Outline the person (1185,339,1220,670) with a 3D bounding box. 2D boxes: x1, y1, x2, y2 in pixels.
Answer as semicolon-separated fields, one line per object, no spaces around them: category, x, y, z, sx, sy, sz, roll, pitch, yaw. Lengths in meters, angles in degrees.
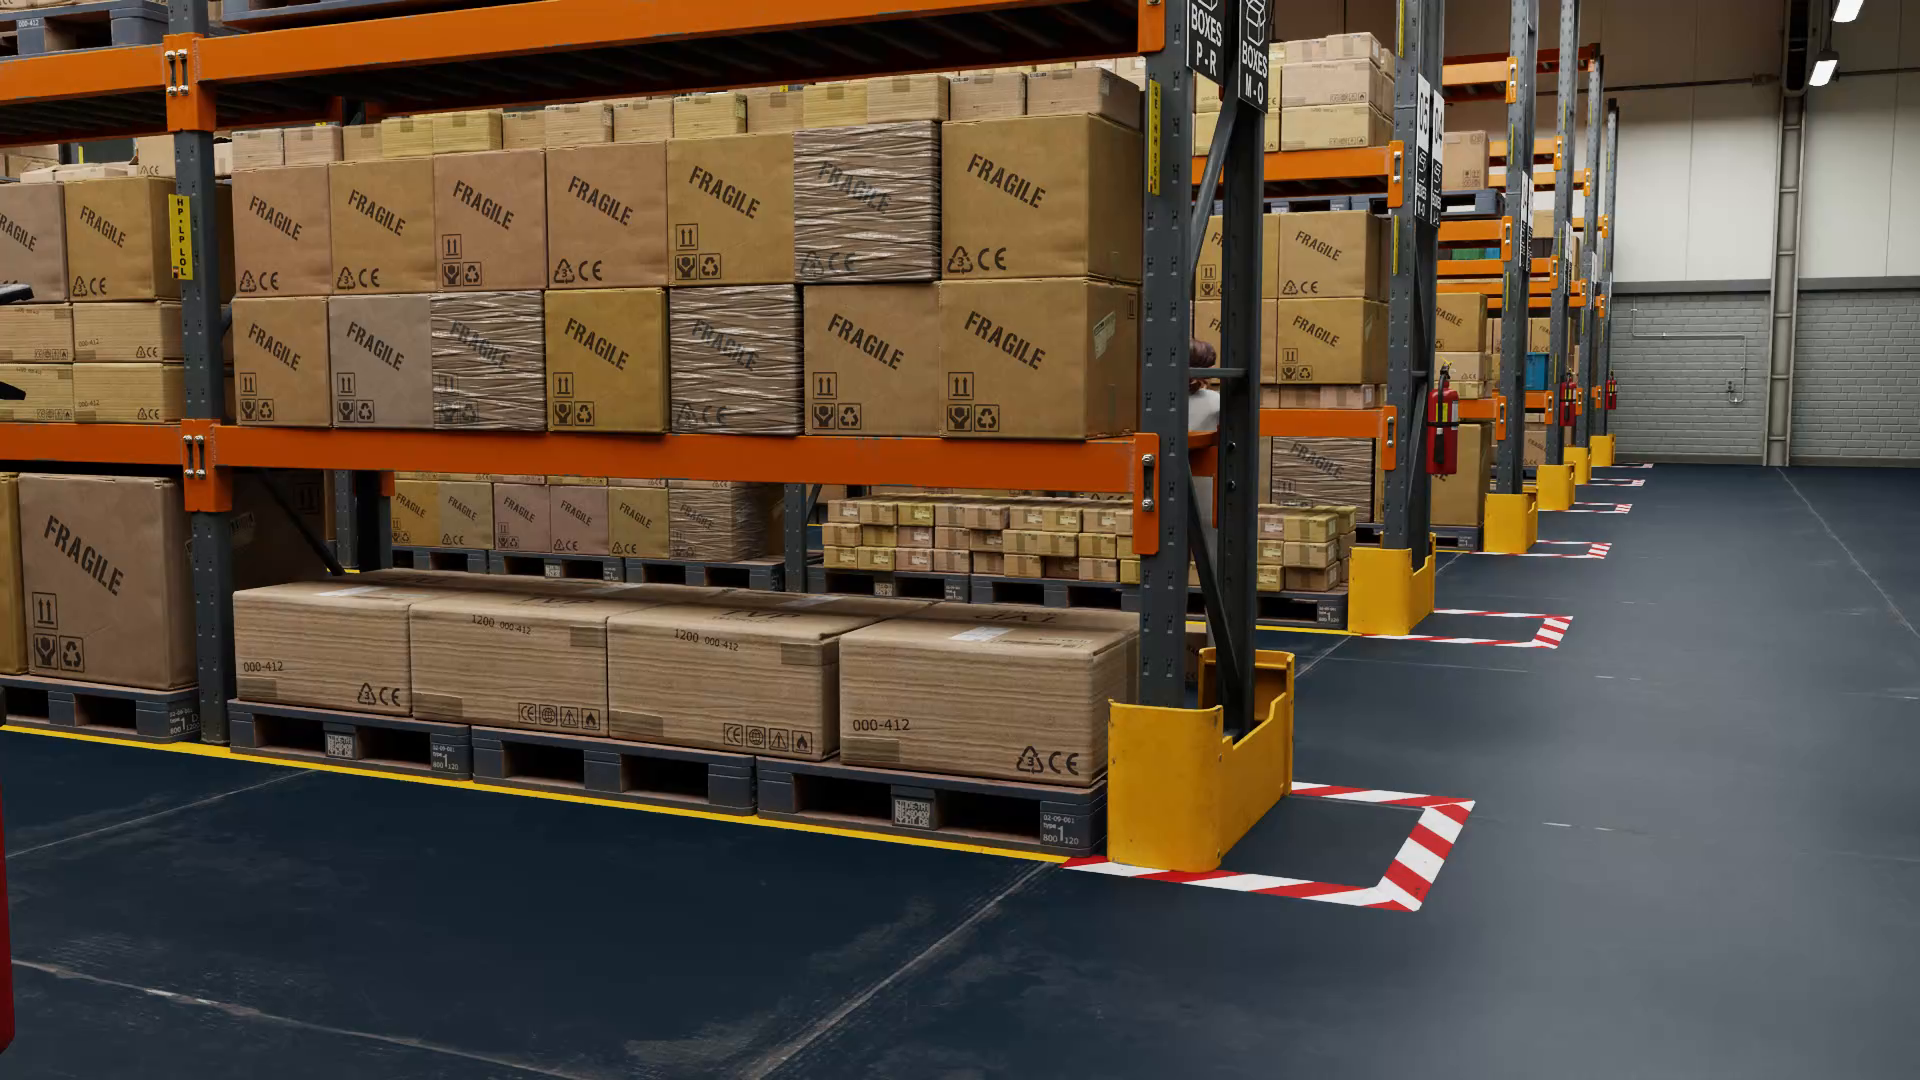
person;1.127;-0.121;7.962;0.488;1.673;0.355;2;6;24
